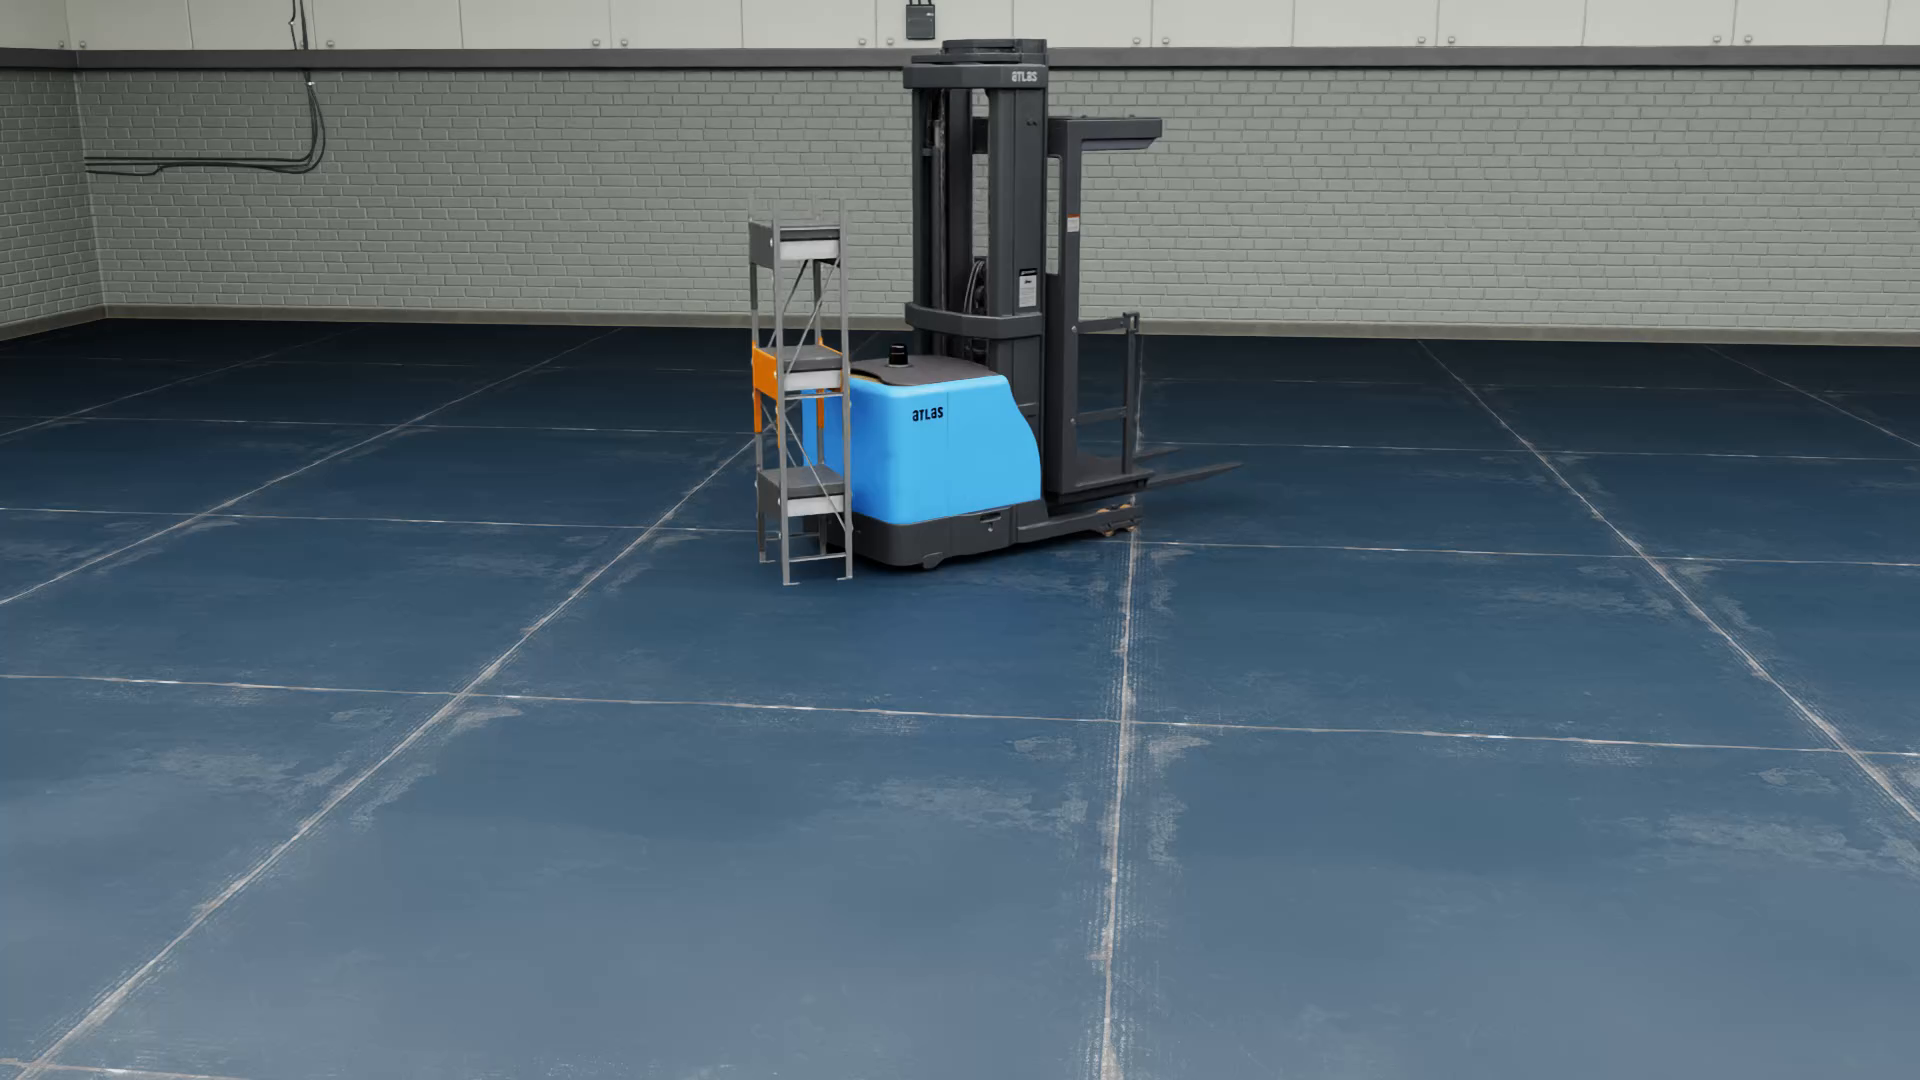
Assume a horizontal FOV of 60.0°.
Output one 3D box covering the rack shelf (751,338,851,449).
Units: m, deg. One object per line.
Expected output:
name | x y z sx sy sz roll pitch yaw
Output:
rack shelf | -0.885 -0.822 9.232 0.431 0.518 0.480 -6 16 -21

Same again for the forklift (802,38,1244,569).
forklift | 0.520 -1.538 10.234 3.031 2.935 1.130 -12 19 -36

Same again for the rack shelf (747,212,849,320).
rack shelf | -0.885 -1.498 9.049 0.431 0.518 0.480 -6 16 -21

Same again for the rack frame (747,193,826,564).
rack frame | -0.977 -0.894 9.447 0.400 2.100 0.015 -6 16 -21

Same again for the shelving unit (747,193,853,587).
shelving unit | -0.885 -0.835 9.228 0.431 2.100 0.503 -6 16 -21

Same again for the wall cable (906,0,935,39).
wall cable | 0.564 -8.333 17.226 2.305 6.003 0.169 2 15 6

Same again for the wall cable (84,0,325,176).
wall cable | -8.867 -5.476 19.124 3.097 2.526 0.112 2 15 6

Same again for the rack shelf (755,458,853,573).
rack shelf | -0.885 -0.146 9.415 0.431 0.518 0.480 -6 16 -21

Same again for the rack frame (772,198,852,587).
rack frame | -0.793 -0.776 9.010 0.400 2.100 0.015 -6 16 -21
